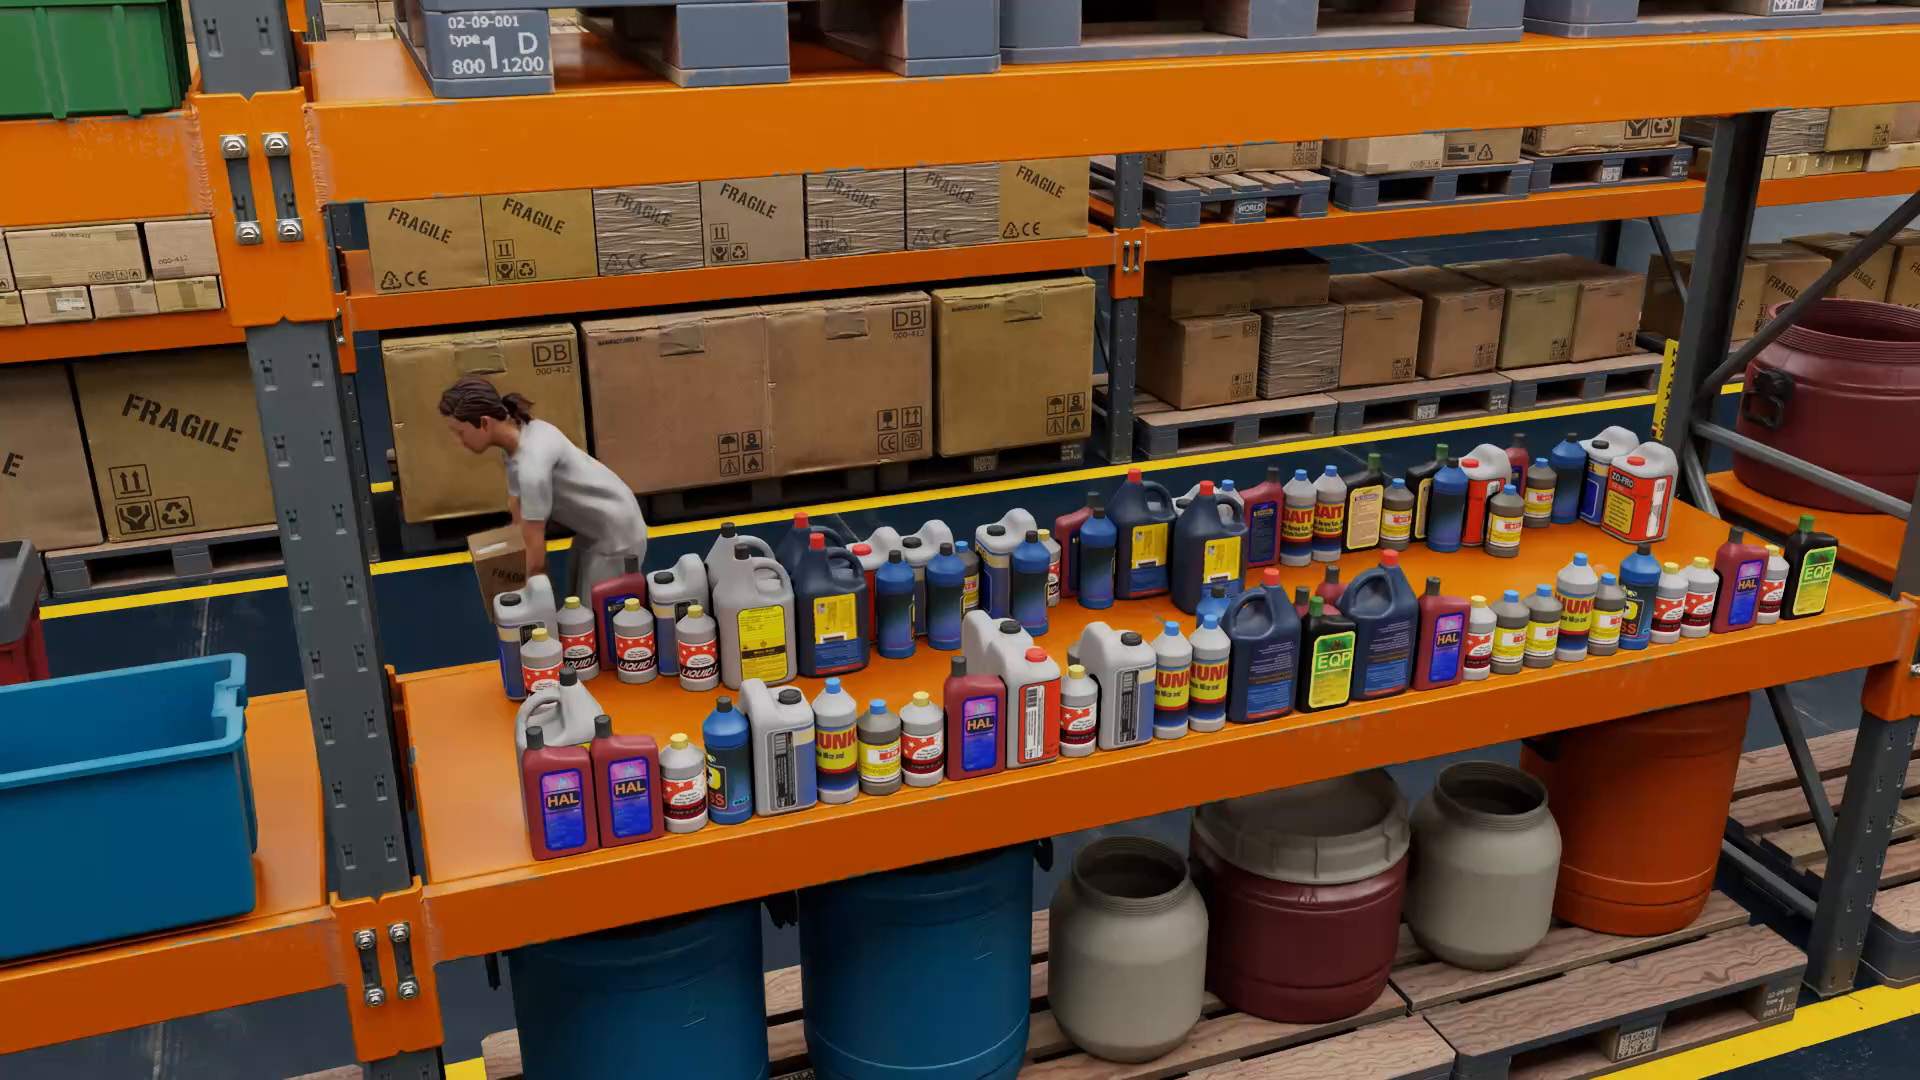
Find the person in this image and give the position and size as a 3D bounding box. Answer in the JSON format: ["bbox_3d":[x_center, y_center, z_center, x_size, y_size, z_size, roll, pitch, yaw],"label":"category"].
[{"bbox_3d":[-1.475,0.104,6.070,0.672,1.509,0.404,-9,24,-20],"label":"person"}]
